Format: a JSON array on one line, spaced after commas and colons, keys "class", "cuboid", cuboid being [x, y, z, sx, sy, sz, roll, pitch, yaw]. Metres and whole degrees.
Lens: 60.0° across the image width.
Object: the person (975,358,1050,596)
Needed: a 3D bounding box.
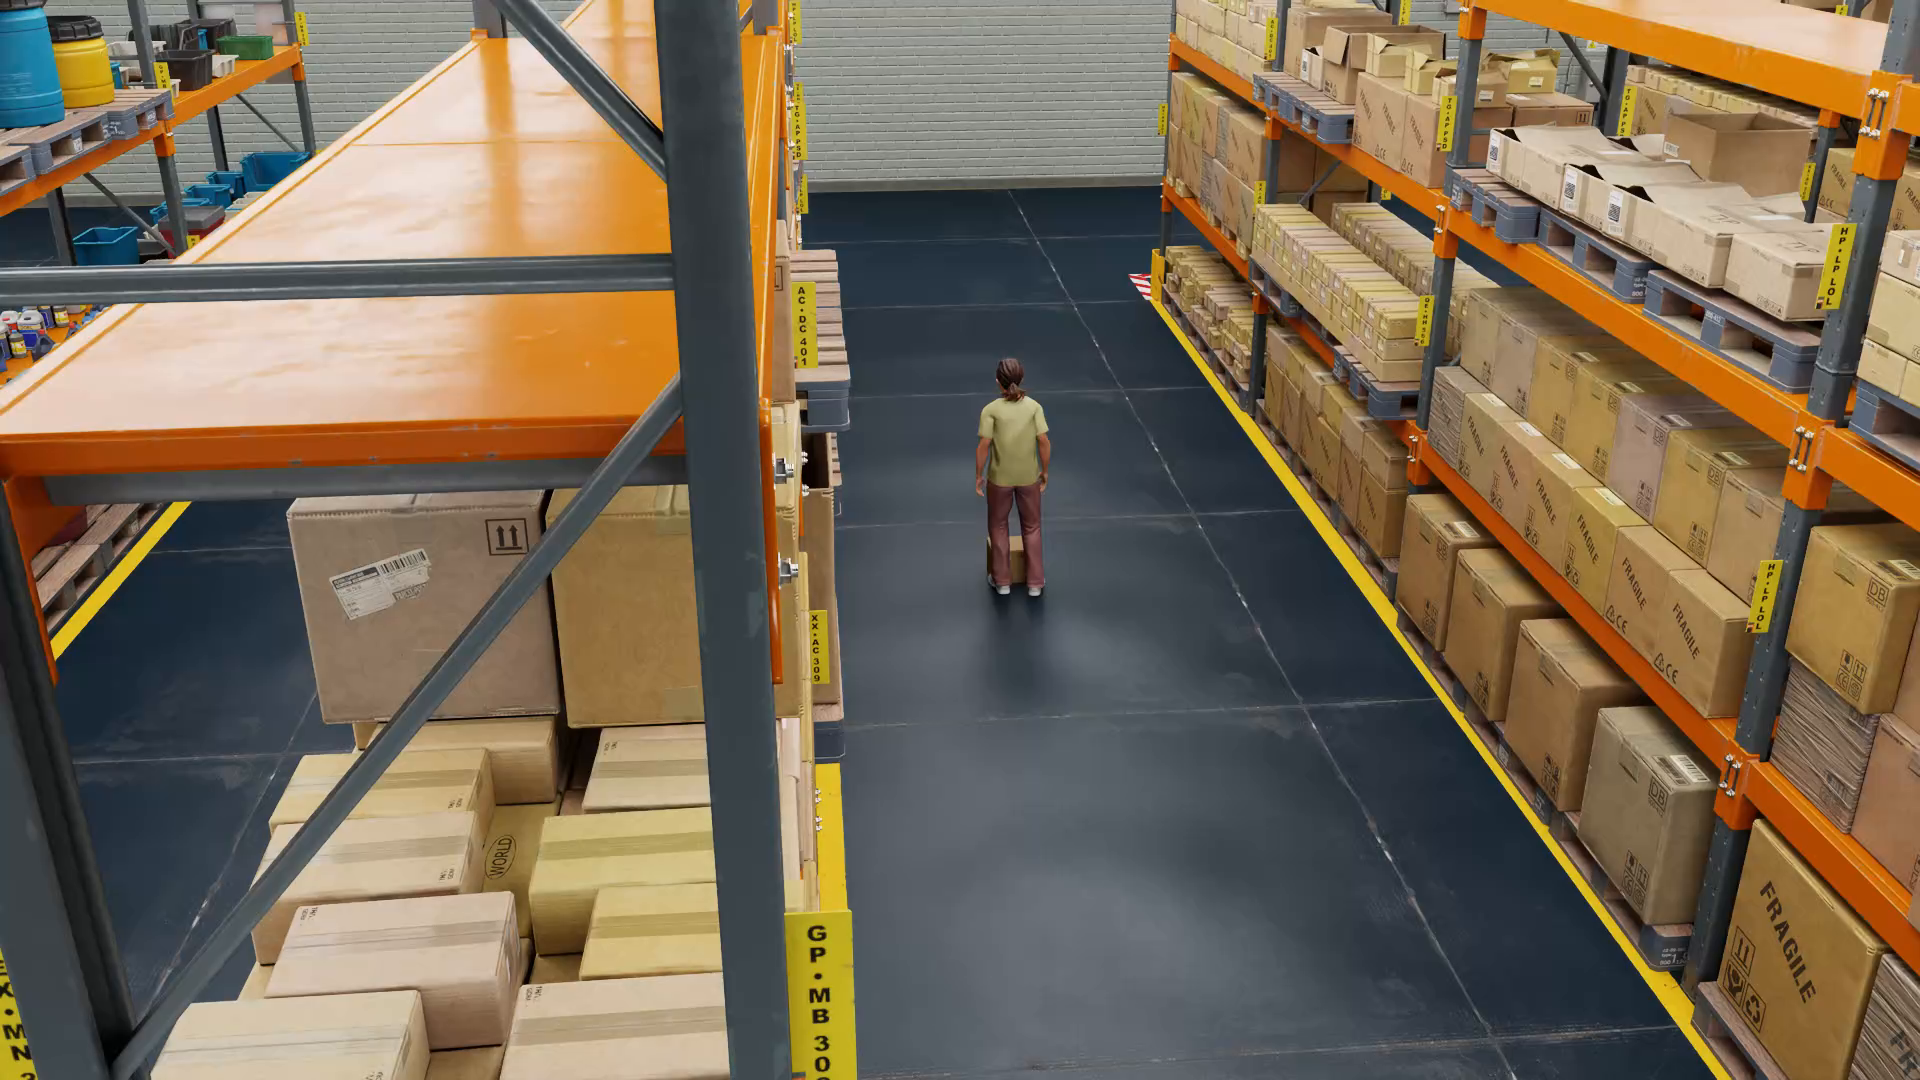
[{"class": "person", "cuboid": [0.353, -0.423, 11.269, 0.515, 1.673, 0.408, -3, 24, -8]}]
